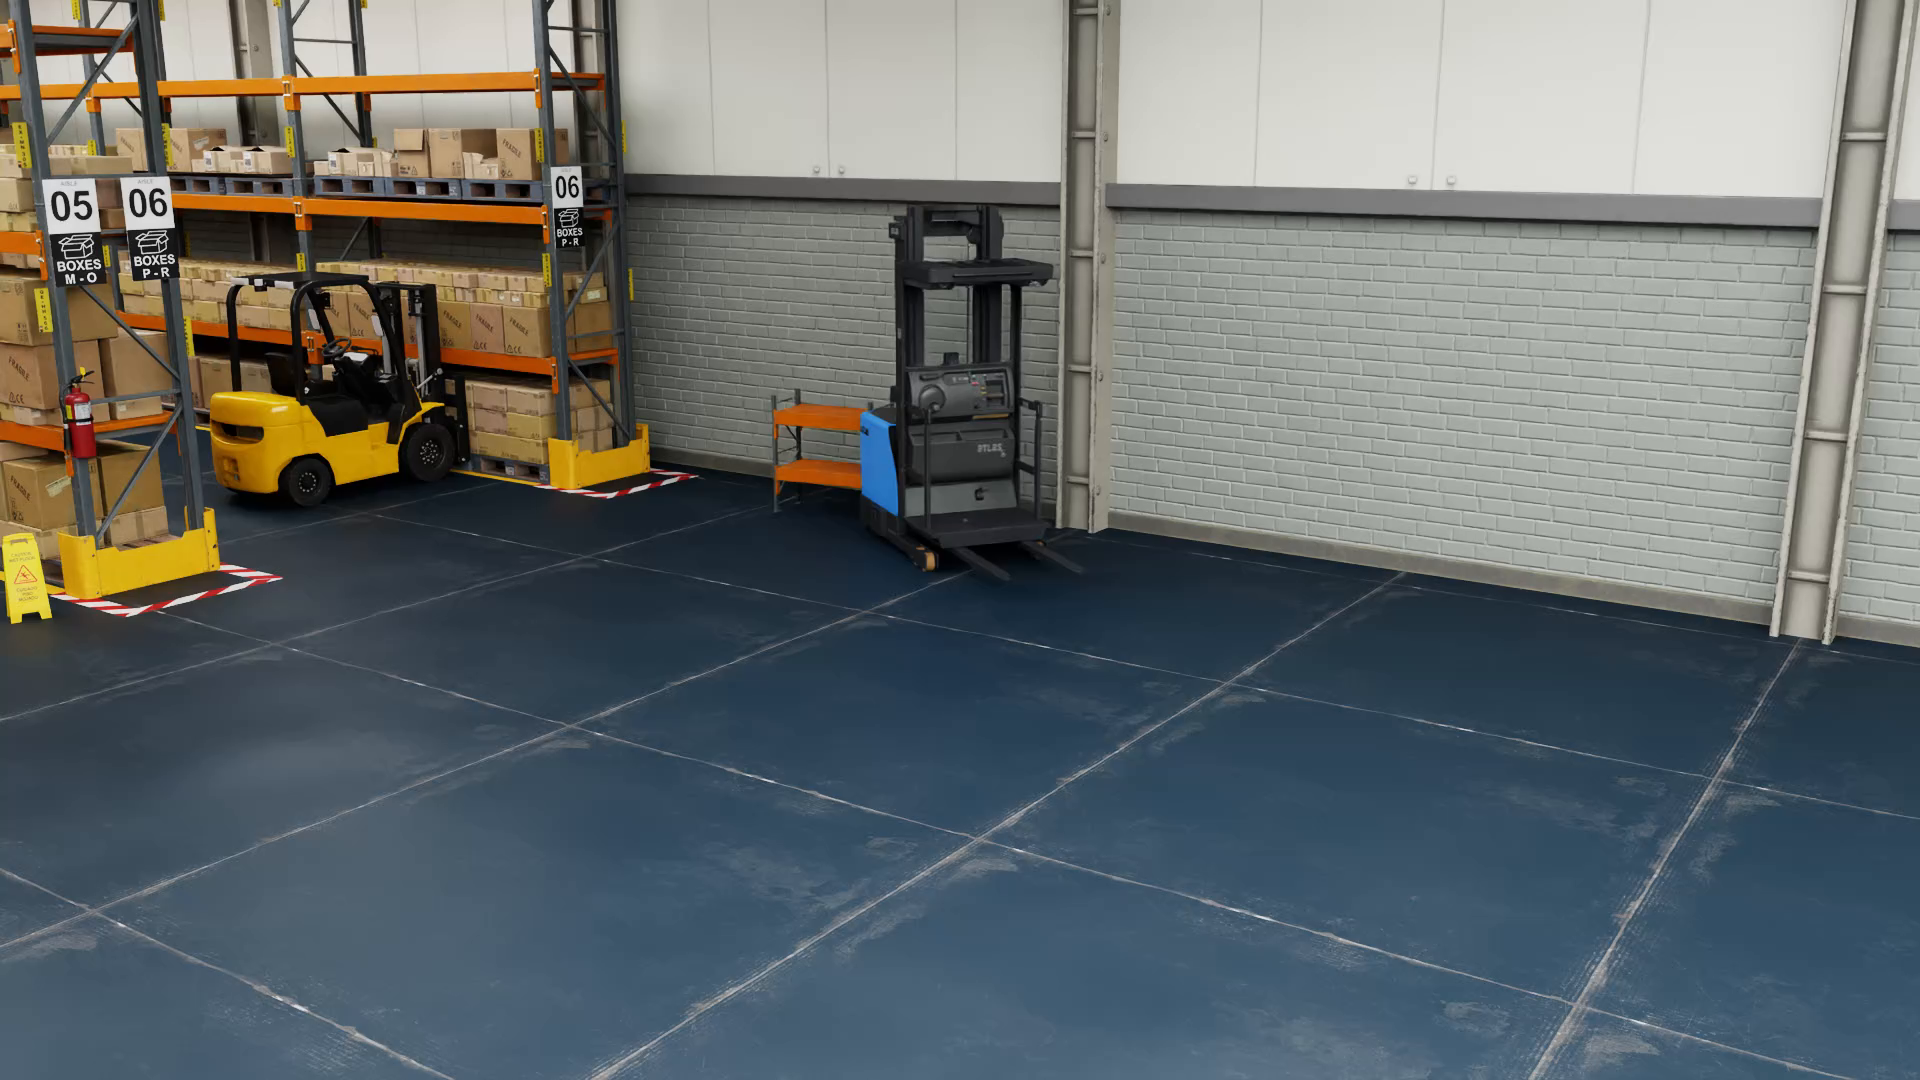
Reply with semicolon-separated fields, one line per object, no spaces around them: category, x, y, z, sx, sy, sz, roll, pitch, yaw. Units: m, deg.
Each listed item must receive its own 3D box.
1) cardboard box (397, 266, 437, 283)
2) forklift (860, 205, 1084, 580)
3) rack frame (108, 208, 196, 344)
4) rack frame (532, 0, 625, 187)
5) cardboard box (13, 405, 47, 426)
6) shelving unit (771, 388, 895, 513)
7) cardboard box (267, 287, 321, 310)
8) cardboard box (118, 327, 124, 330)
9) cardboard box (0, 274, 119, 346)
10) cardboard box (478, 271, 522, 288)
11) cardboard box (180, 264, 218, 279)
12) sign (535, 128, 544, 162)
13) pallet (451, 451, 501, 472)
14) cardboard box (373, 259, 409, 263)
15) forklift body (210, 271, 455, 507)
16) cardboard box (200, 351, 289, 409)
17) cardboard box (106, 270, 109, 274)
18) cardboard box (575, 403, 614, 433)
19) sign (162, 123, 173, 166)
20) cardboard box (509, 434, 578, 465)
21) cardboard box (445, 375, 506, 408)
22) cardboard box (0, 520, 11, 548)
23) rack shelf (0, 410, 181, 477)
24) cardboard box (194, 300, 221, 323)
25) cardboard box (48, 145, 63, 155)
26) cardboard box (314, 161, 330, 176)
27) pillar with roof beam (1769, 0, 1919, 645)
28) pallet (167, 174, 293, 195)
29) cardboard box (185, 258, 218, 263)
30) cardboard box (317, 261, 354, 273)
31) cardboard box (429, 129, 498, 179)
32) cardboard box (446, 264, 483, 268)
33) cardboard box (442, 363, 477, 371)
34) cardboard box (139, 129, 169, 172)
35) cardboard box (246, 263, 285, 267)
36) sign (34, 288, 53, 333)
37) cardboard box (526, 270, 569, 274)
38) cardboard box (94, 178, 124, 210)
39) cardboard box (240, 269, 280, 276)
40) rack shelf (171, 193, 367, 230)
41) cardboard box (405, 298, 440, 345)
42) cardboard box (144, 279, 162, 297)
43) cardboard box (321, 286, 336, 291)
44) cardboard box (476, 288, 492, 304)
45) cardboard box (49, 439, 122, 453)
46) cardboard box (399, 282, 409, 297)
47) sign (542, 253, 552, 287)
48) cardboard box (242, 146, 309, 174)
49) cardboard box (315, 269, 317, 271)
cardboard box;-5.885;-2.891;18.081;0.250;0.149;0.380;9;17;33
forklift;0.095;-1.272;13.861;1.130;2.935;3.031;-5;15;-21
rack frame;-10.416;-3.178;21.419;0.127;3.000;1.000;9;17;33
rack frame;-3.778;-5.017;16.365;0.127;3.000;1.000;9;17;33
cardboard box;-7.247;-1.013;13.194;0.250;0.149;0.380;9;16;32
shelving unit;-1.195;-0.815;15.775;1.048;1.125;0.538;6;15;23
cardboard box;-7.647;-2.826;19.271;0.500;0.250;0.500;9;16;32
cardboard box;-7.215;-1.496;13.796;0.500;0.500;0.500;10;17;35
cardboard box;-7.091;-1.818;13.018;0.500;0.500;0.700;9;16;31
cardboard box;-4.812;-2.724;17.407;0.250;0.149;0.380;9;17;33
cardboard box;-9.239;-3.269;20.229;0.250;0.149;0.380;10;17;34
sign;-4.092;-3.846;16.199;0.005;0.325;0.100;9;17;33
pallet;-5.444;-1.010;18.463;1.213;0.211;1.003;9;17;33
cardboard box;-6.478;-3.125;19.028;0.250;0.149;0.380;9;16;31
forklift body;-6.370;-1.584;16.745;1.214;2.155;2.313;9;17;33
cardboard box;-8.801;-1.967;20.593;0.625;0.625;0.875;8;16;31
cardboard box;-11.472;-3.386;21.698;0.500;0.250;0.500;8;16;30
cardboard box;-4.052;-1.322;17.727;0.500;0.250;0.500;10;17;34
sign;-6.242;-3.104;13.057;0.005;0.325;0.100;9;17;33
cardboard box;-4.344;-0.974;17.365;0.500;0.250;0.500;9;17;33
cardboard box;-5.185;-1.592;17.781;0.500;0.250;0.500;9;17;34
cardboard box;-7.791;-0.110;13.874;0.500;0.250;0.500;9;17;33
rack shelf;-8.205;-1.034;14.255;4.000;0.370;1.077;9;17;33
cardboard box;-8.909;-2.791;20.168;0.500;0.250;0.500;10;17;35
cardboard box;-11.733;-5.027;21.510;0.250;0.149;0.380;9;16;32
cardboard box;-6.894;-4.107;18.372;0.250;0.149;0.380;10;17;34
pillar with roof beam;3.702;-2.823;7.499;0.400;9.000;9.100;9;17;33
pallet;-8.874;-4.320;20.183;1.213;0.211;1.003;10;17;35
cardboard box;-9.573;-3.479;21.075;0.250;0.149;0.380;9;17;33
cardboard box;-6.998;-3.048;18.715;0.250;0.149;0.380;10;17;34
cardboard box;-5.075;-4.030;17.329;0.500;0.500;0.700;9;17;33
cardboard box;-5.426;-2.949;18.315;0.250;0.149;0.380;10;17;34
cardboard box;-5.740;-1.833;18.754;0.500;0.250;0.500;9;17;33
cardboard box;-9.477;-4.742;20.203;0.500;0.500;0.700;9;16;32
cardboard box;-8.508;-3.309;20.389;0.250;0.149;0.380;9;17;33
sign;-6.871;-1.723;12.472;0.005;0.325;0.100;9;17;33
cardboard box;-4.363;-2.775;17.614;0.250;0.149;0.380;10;17;34
cardboard box;-6.814;-2.763;13.194;0.500;0.250;0.500;9;16;32
cardboard box;-8.195;-3.090;19.505;0.250;0.149;0.380;9;16;31
rack shelf;-8.757;-4.017;20.062;4.000;0.370;1.077;9;17;33
cardboard box;-5.607;-2.373;17.958;0.500;0.500;0.500;9;17;33
cardboard box;-9.769;-3.172;20.668;0.500;0.250;0.500;10;17;35
cardboard box;-6.979;-2.910;18.778;0.250;0.149;0.380;9;16;32
cardboard box;-4.831;-2.570;17.405;0.250;0.149;0.380;9;17;32
cardboard box;-7.516;-0.584;14.227;0.500;0.500;0.500;8;16;31
cardboard box;-5.933;-2.733;18.061;0.250;0.149;0.380;9;16;31
sign;-4.092;-2.676;16.488;0.005;0.325;0.100;9;17;33
cardboard box;-7.834;-4.355;19.036;0.500;0.311;0.500;9;16;31
cardboard box;-7.462;-3.141;19.713;0.250;0.149;0.380;9;16;31
